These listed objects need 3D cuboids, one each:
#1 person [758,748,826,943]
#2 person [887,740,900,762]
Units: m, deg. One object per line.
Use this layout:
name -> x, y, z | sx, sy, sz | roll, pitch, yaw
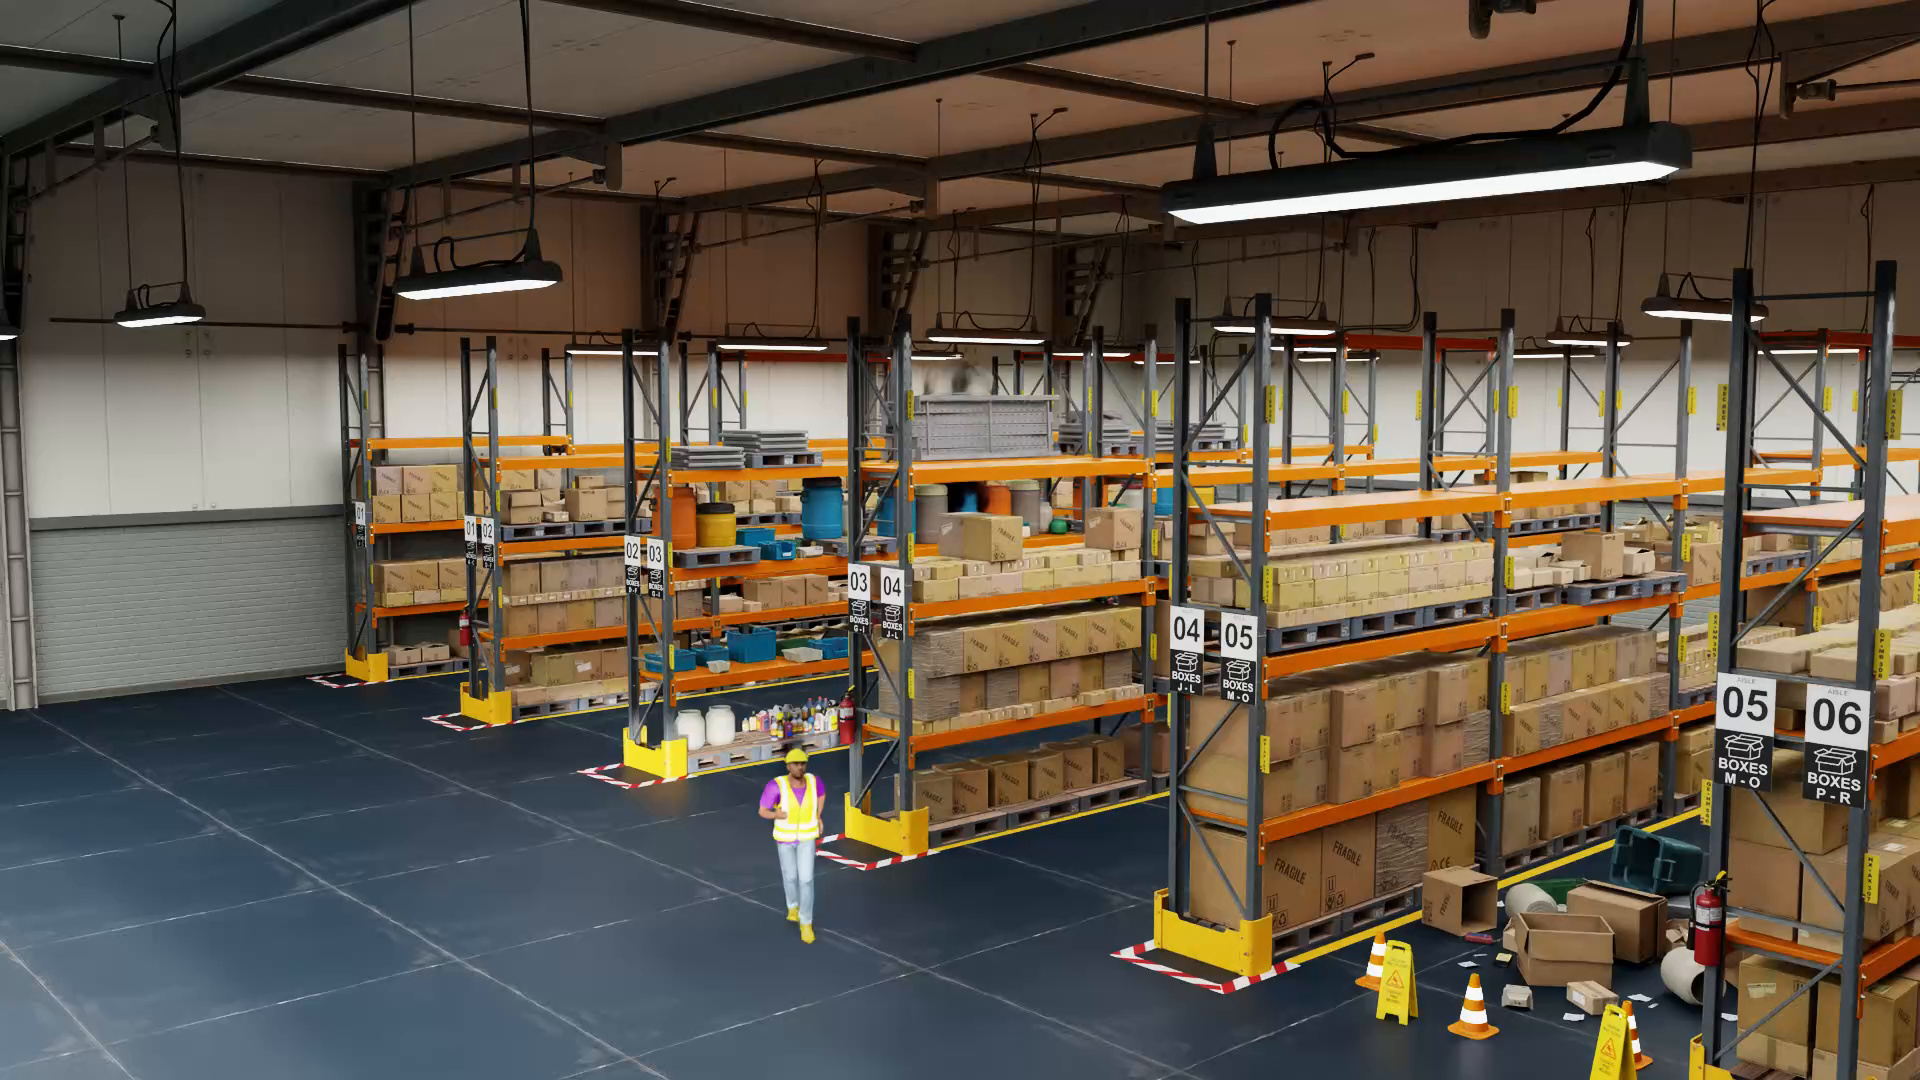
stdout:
person -> -1.588, 2.880, 15.842 | 0.661, 1.835, 0.774 | -1, 5, -10
person -> -0.866, 2.244, 22.822 | 0.643, 1.700, 0.884 | 3, 6, 26
